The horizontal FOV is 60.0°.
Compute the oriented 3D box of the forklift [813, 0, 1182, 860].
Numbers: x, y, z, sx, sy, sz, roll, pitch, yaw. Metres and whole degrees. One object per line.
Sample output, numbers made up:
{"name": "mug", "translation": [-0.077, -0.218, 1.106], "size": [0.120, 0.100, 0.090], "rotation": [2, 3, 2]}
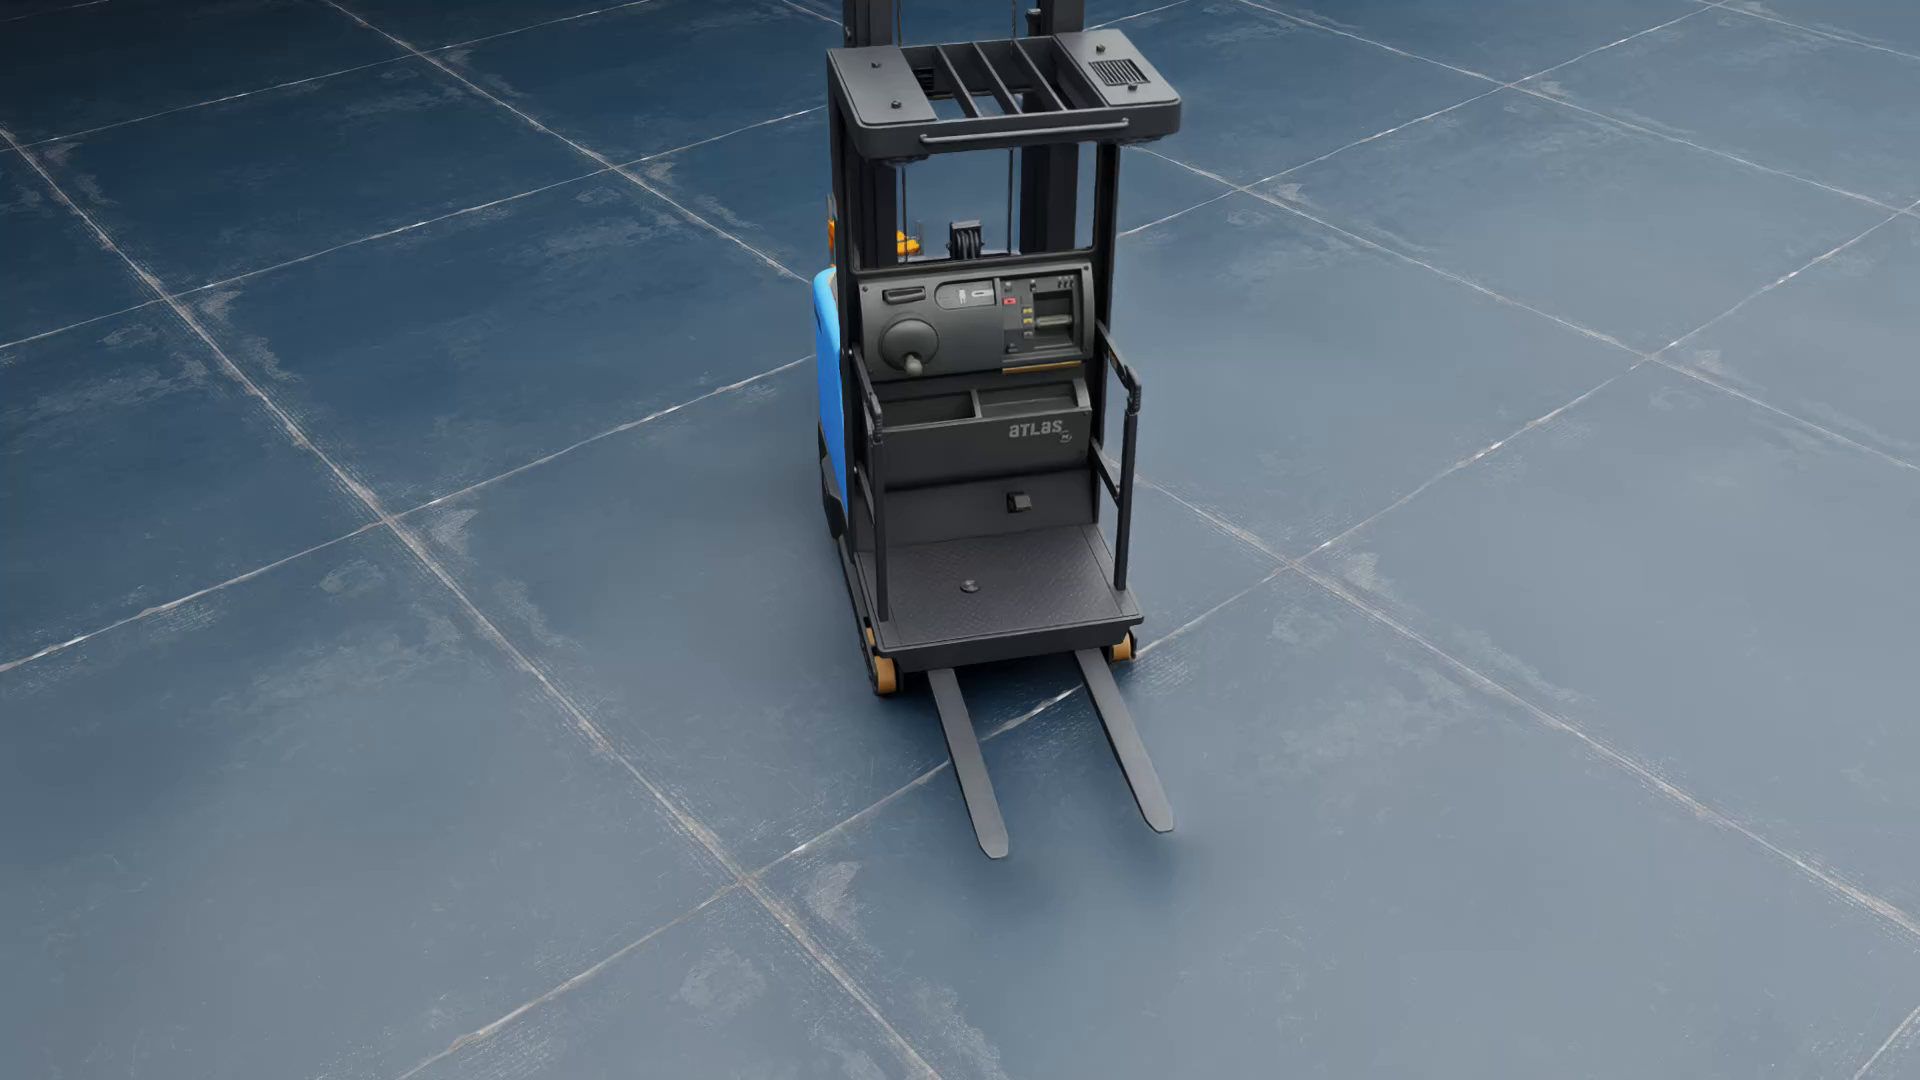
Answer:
{"name": "forklift", "translation": [0.118, -0.799, 6.342], "size": [1.130, 2.935, 3.031], "rotation": [-7, 36, -10]}

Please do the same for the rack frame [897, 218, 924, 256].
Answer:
{"name": "rack frame", "translation": [-0.274, -0.981, 8.096], "size": [0.240, 1.200, 0.015], "rotation": [-21, 40, -27]}

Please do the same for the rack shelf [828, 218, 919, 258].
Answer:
{"name": "rack shelf", "translation": [-0.408, -1.419, 8.036], "size": [0.258, 0.148, 0.480], "rotation": [-21, 40, -27]}

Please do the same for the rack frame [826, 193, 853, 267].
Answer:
{"name": "rack frame", "translation": [-0.542, -1.216, 8.429], "size": [0.240, 1.200, 0.015], "rotation": [-21, 40, -27]}

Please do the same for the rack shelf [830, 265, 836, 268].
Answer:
{"name": "rack shelf", "translation": [-0.408, -1.226, 8.172], "size": [0.258, 0.148, 0.480], "rotation": [-21, 40, -27]}

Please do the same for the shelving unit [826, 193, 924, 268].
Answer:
{"name": "shelving unit", "translation": [-0.408, -1.098, 8.263], "size": [0.258, 1.200, 0.503], "rotation": [-21, 40, -27]}
